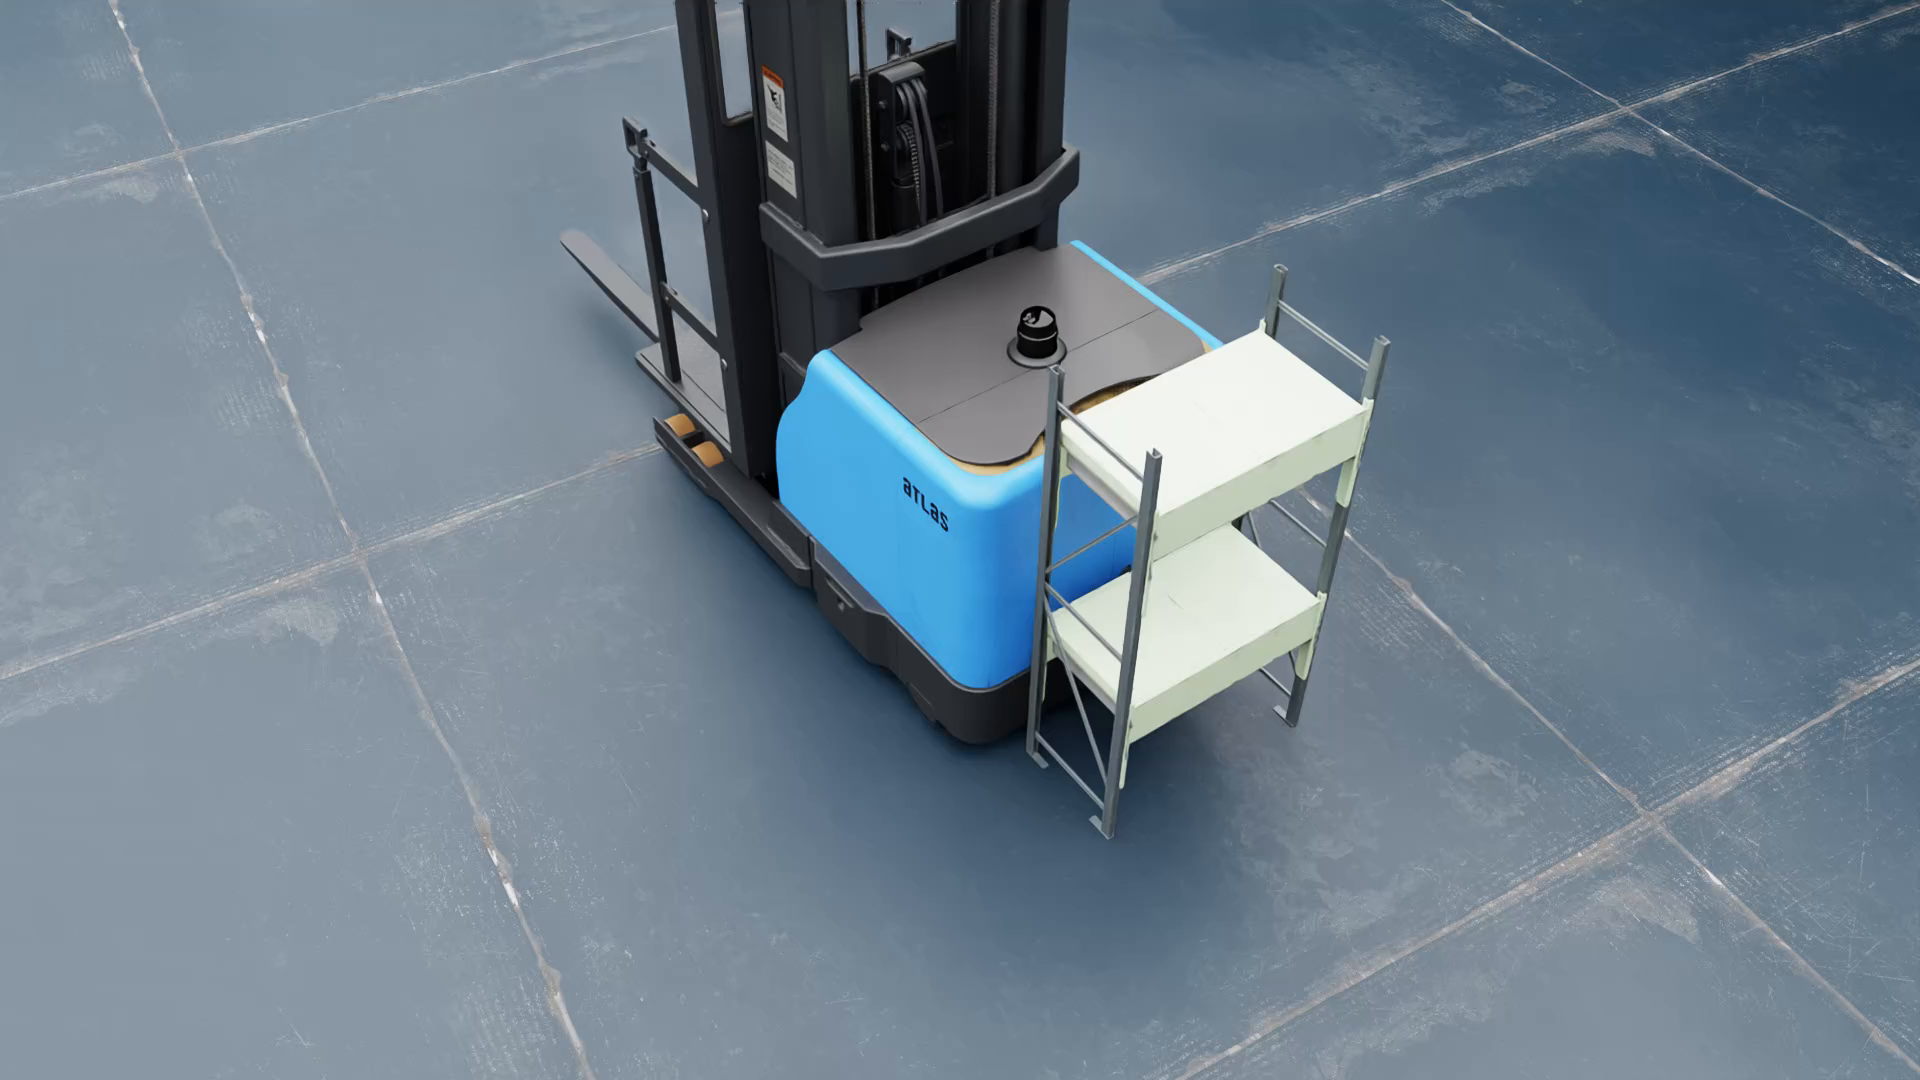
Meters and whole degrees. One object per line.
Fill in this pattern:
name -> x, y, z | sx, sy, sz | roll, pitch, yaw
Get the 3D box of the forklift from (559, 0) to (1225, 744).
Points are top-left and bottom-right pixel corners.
forklift -> -0.447, -1.419, 5.108 | 1.130, 2.935, 3.031 | -27, 50, -25

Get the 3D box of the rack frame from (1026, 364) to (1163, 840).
rack frame -> 0.332, 0.225, 4.436 | 0.023, 1.500, 0.400 | -26, 51, -24

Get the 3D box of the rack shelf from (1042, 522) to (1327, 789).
rack shelf -> 0.628, 0.308, 4.817 | 0.720, 0.370, 0.431 | -26, 51, -24

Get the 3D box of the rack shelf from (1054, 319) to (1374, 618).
rack shelf -> 0.635, -0.198, 4.311 | 0.720, 0.370, 0.431 | -26, 51, -24

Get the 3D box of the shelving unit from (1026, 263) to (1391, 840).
shelving unit -> 0.631, 0.078, 4.587 | 0.755, 1.500, 0.431 | -26, 51, -24

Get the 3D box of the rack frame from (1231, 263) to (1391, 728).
rack frame -> 0.930, -0.069, 4.738 | 0.023, 1.500, 0.400 | -26, 51, -24
